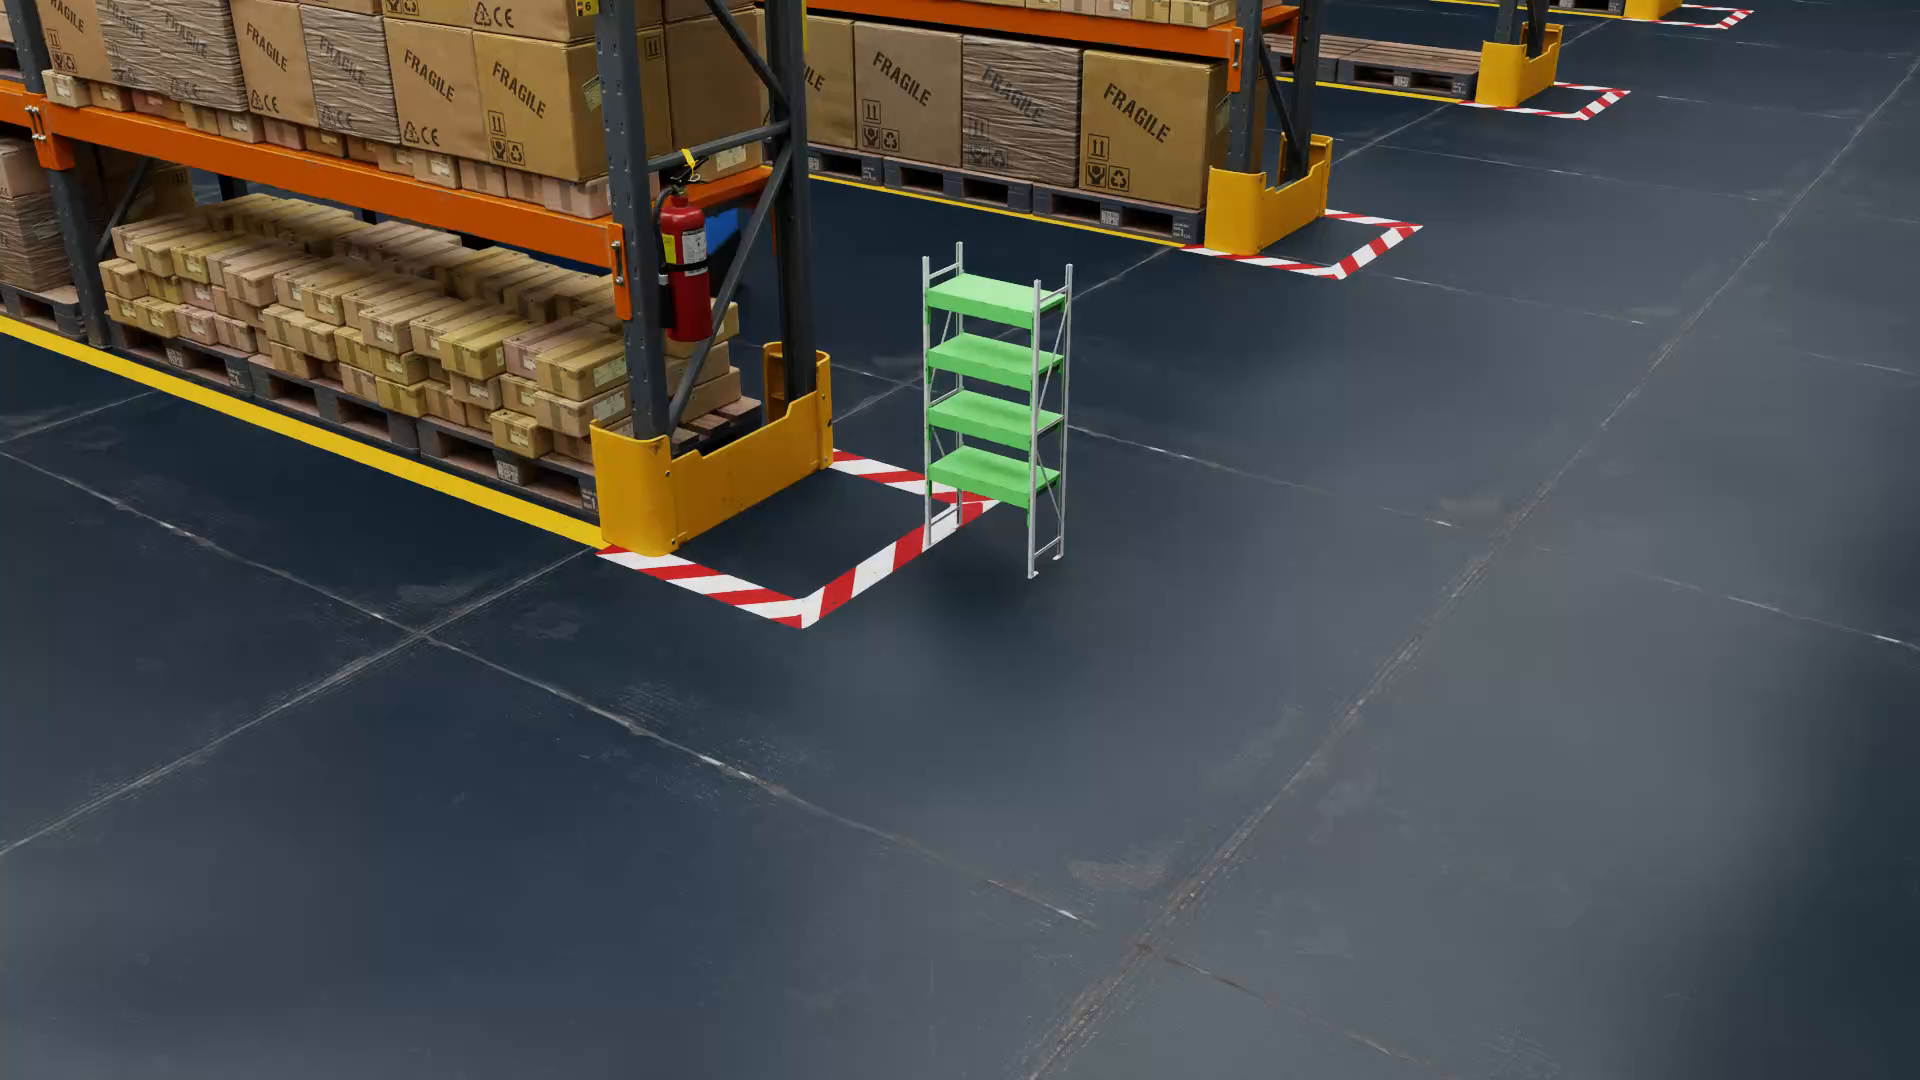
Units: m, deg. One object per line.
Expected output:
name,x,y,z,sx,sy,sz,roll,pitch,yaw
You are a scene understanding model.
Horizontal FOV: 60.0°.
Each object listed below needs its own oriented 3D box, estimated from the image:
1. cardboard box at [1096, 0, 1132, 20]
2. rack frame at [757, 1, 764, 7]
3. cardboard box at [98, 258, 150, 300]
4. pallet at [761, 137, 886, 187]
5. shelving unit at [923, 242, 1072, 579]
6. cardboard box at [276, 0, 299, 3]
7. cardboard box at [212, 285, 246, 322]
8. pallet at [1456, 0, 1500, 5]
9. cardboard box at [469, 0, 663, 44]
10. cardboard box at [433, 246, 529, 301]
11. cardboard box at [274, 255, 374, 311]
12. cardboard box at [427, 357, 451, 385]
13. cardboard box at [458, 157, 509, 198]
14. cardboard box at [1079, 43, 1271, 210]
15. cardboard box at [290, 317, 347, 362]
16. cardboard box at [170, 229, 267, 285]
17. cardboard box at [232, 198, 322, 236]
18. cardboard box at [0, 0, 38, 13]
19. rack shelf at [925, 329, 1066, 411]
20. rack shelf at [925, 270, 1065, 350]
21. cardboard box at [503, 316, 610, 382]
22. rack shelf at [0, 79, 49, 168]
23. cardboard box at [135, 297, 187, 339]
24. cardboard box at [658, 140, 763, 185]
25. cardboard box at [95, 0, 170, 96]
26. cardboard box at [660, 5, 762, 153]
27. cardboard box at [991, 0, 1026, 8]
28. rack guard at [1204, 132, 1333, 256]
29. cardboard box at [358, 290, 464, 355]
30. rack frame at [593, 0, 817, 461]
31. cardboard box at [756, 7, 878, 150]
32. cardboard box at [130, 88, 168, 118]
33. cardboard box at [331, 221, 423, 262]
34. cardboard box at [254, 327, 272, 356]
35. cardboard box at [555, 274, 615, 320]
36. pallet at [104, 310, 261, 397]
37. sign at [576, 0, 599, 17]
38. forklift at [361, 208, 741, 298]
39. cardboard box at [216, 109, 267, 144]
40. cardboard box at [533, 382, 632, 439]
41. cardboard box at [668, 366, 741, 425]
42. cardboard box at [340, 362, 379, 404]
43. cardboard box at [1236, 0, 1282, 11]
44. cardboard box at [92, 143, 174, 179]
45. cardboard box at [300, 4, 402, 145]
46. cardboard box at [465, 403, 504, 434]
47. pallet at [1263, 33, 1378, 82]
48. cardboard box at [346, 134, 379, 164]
cardboard box,1.040,-3.316,10.235,0.250,0.149,0.380,17,32,30
rack frame,-1.355,-4.355,12.000,0.127,3.000,1.000,17,32,30
cardboard box,-4.129,-1.363,8.474,0.250,0.149,0.380,19,33,33
pallet,-0.773,-2.888,12.192,1.213,0.211,1.003,17,32,30
shelving unit,0.137,-0.492,6.394,0.503,1.200,0.258,17,32,30
cardboard box,-2.757,-2.542,6.897,0.500,0.500,0.500,16,31,29
cardboard box,-3.427,-1.212,8.177,0.250,0.149,0.380,16,31,28
pallet,5.832,-6.325,18.946,1.213,0.211,1.003,17,32,30
cardboard box,-1.467,-2.147,6.121,0.500,0.500,0.500,17,31,29
cardboard box,-2.285,-1.273,7.969,0.250,0.149,0.380,18,32,31
cardboard box,-2.987,-1.210,7.844,0.250,0.149,0.380,16,31,28
cardboard box,-2.139,-0.818,7.402,0.250,0.149,0.380,17,31,30
cardboard box,-1.777,-1.502,6.672,0.250,0.149,0.380,17,32,30
cardboard box,1.369,-2.703,10.633,0.875,0.875,0.875,17,32,30
cardboard box,-2.853,-0.972,7.704,0.250,0.149,0.380,18,32,31
cardboard box,-3.650,-1.403,8.224,0.250,0.149,0.380,17,31,30
cardboard box,-3.573,-1.664,8.736,0.250,0.149,0.380,18,32,31
cardboard box,-4.686,-2.763,8.358,0.250,0.149,0.380,18,32,32
rack shelf,0.137,-0.649,6.314,0.480,0.148,0.258,17,32,30
rack shelf,0.137,-0.863,6.205,0.480,0.148,0.258,17,32,30
cardboard box,-1.704,-0.808,7.056,0.250,0.149,0.380,18,32,31
rack shelf,-5.895,-2.720,9.580,4.000,0.370,1.077,17,32,30
cardboard box,-3.909,-1.161,8.405,0.250,0.149,0.380,18,32,32
cardboard box,-1.031,-1.593,6.851,0.250,0.149,0.380,17,32,30
cardboard box,-3.569,-2.358,7.638,0.500,0.500,0.500,17,32,30
cardboard box,-1.163,-1.895,6.729,0.500,0.500,0.500,19,33,33
cardboard box,0.405,-3.512,10.622,0.250,0.149,0.380,17,32,30
rack guard,1.962,-2.208,10.537,0.348,0.500,1.175,17,32,30
cardboard box,-2.420,-0.966,7.365,0.250,0.149,0.380,19,32,32
rack frame,-0.949,-1.500,6.389,0.127,3.000,1.000,17,32,30
cardboard box,-0.856,-3.396,11.995,0.875,0.875,0.875,17,32,30
cardboard box,-3.694,-2.132,7.910,0.250,0.149,0.380,16,31,28
cardboard box,-2.918,-1.472,8.359,0.250,0.149,0.380,16,31,28
cardboard box,-3.196,-1.014,8.116,0.250,0.149,0.380,16,31,28
cardboard box,-1.619,-1.081,7.592,0.250,0.149,0.380,17,32,30
pallet,-3.673,-1.125,8.727,1.213,0.211,1.003,17,32,30
sign,-1.280,-1.954,5.657,0.005,0.325,0.100,17,32,30
forklift,-2.839,-2.759,8.940,3.031,2.935,1.130,5,27,9
cardboard box,-3.085,-1.900,7.452,0.250,0.149,0.380,19,33,32
cardboard box,-1.546,-0.578,6.930,0.250,0.149,0.380,16,31,29
cardboard box,-1.200,-0.670,7.440,0.250,0.149,0.380,18,32,31
cardboard box,-2.610,-0.780,7.655,0.250,0.149,0.380,18,32,31
cardboard box,1.836,-3.430,10.461,0.250,0.149,0.380,18,32,31
cardboard box,-4.706,-2.223,9.276,0.500,0.250,0.500,16,31,28
cardboard box,-2.311,-1.957,6.849,0.500,0.500,0.500,17,32,30
cardboard box,-1.940,-0.602,7.305,0.250,0.149,0.380,17,32,30
pallet,3.087,-4.477,15.314,1.213,0.211,1.003,17,32,30
cardboard box,-2.390,-1.729,7.118,0.250,0.149,0.380,16,31,28
